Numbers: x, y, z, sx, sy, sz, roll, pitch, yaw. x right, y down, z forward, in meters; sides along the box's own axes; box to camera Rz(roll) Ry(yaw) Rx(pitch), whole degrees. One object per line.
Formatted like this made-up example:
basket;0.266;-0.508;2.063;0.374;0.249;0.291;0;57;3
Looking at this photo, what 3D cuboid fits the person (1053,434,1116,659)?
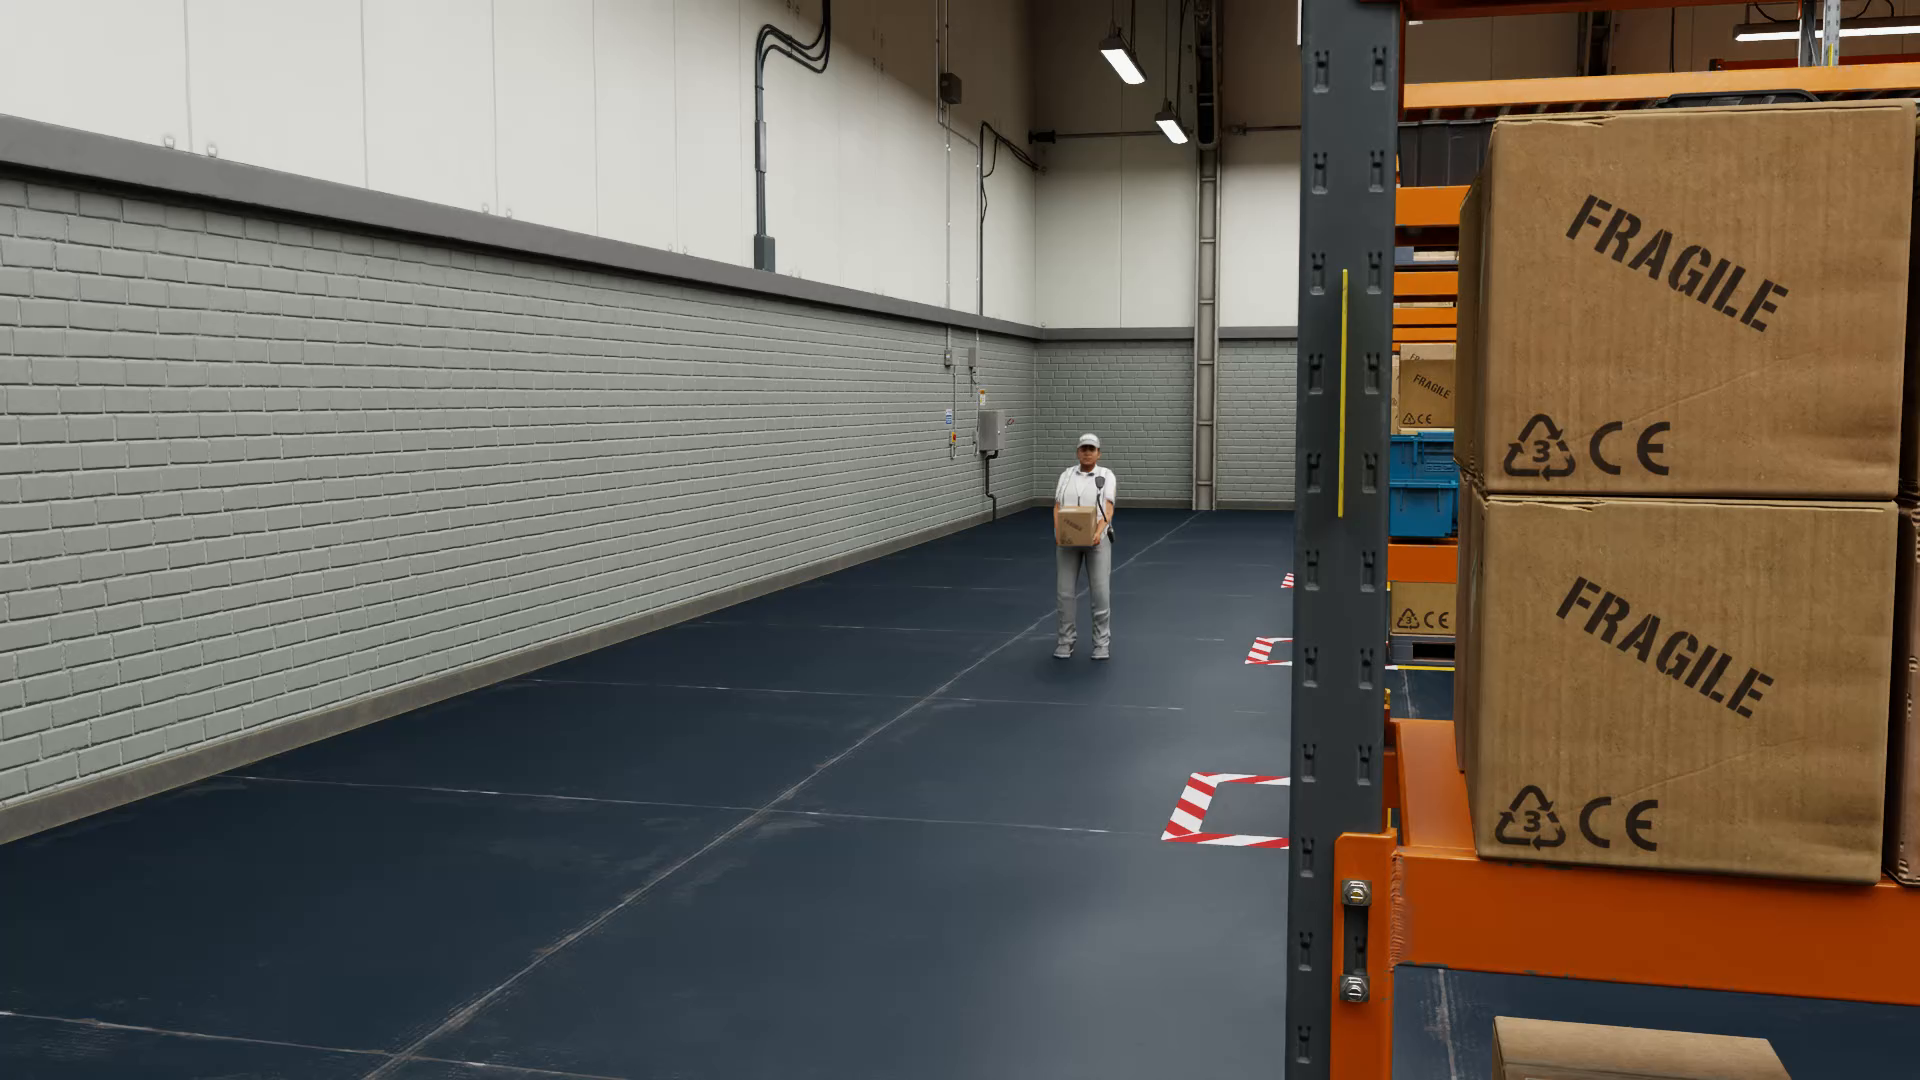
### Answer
person;0.908;0.048;12.272;0.453;1.653;0.541;1;5;14
